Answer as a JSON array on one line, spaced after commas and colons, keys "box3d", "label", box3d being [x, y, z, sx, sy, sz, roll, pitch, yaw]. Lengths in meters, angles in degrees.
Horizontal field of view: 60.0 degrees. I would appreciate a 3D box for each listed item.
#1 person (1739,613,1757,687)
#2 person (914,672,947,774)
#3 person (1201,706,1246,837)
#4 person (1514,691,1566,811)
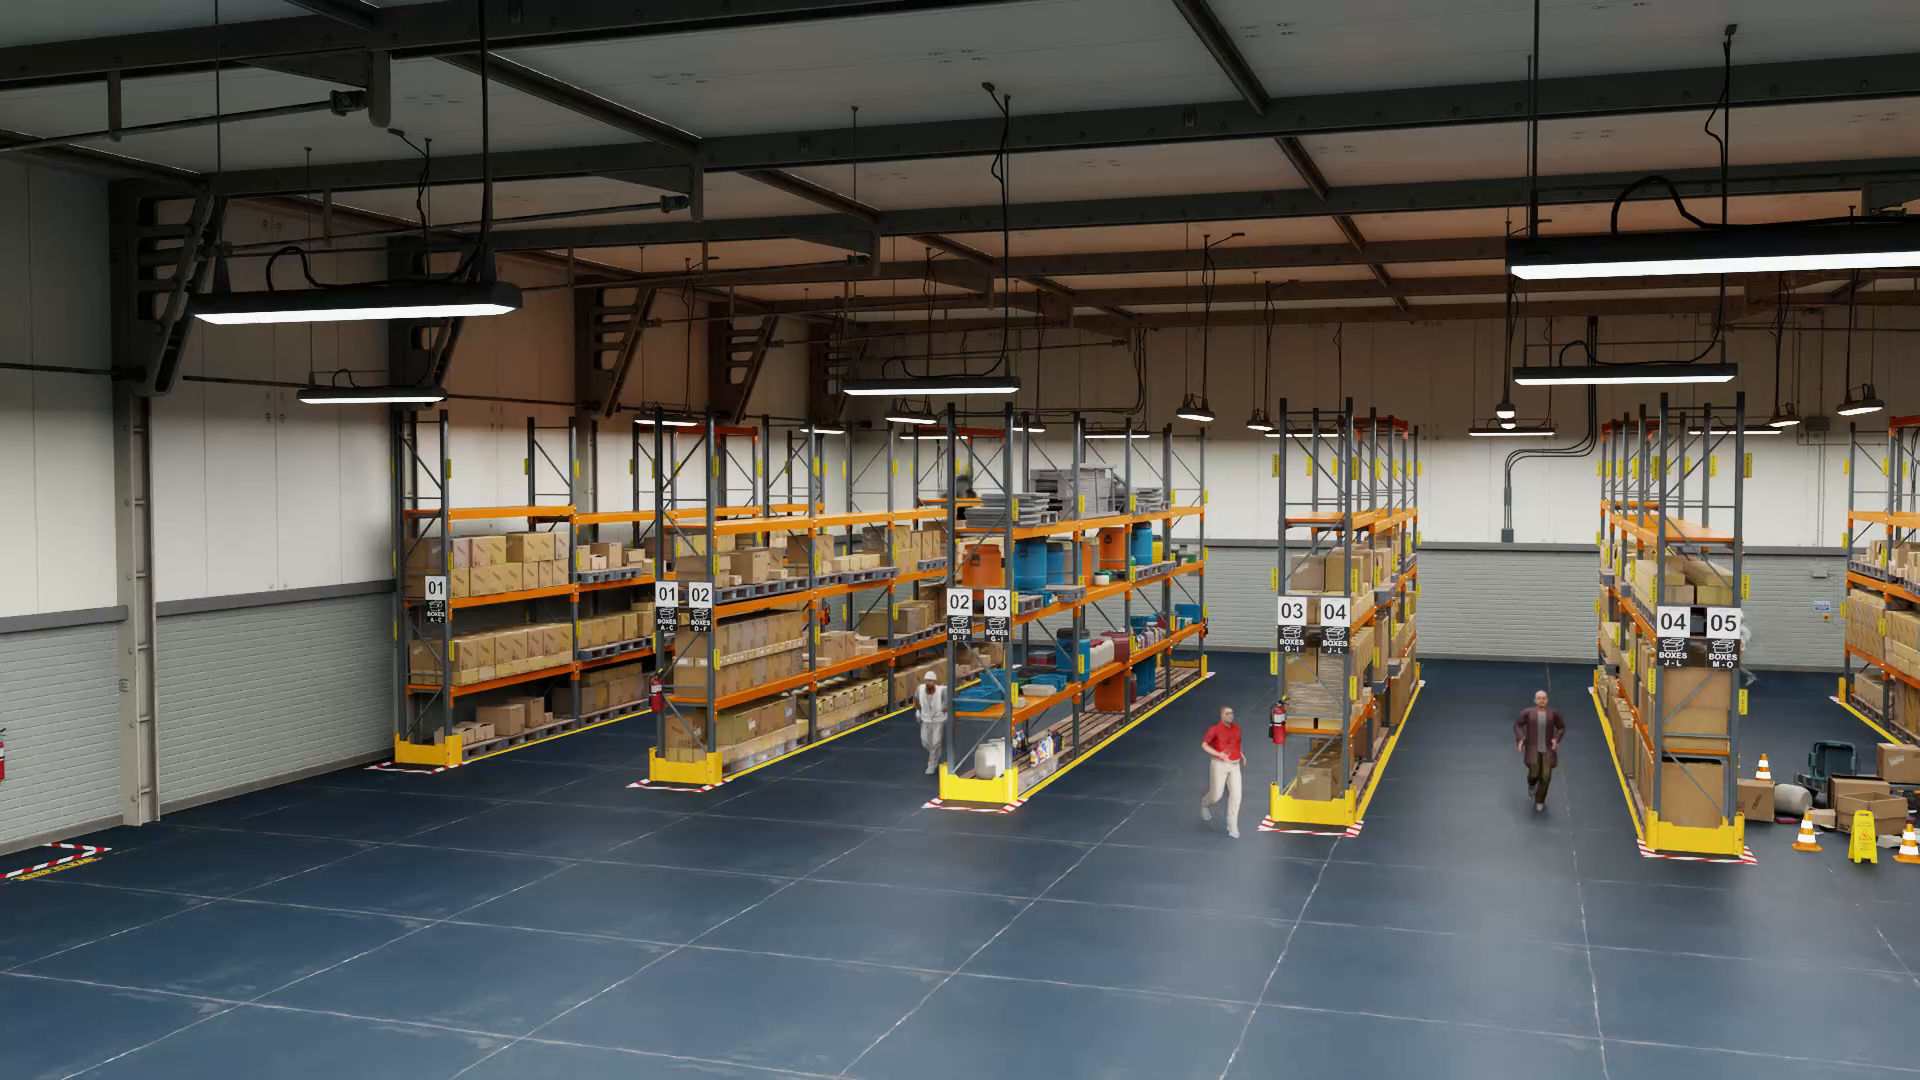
[{"box3d": [17.466, 2.497, 37.420, 0.955, 1.771, 0.660, 0, 2, 5], "label": "person"}, {"box3d": [-0.443, 2.991, 27.377, 0.675, 1.705, 0.759, 0, 2, 10], "label": "person"}, {"box3d": [3.668, 3.172, 23.037, 0.698, 1.739, 0.973, -1, 3, -20], "label": "person"}, {"box3d": [8.564, 3.141, 24.555, 0.723, 1.661, 0.634, 1, 3, 13], "label": "person"}]
